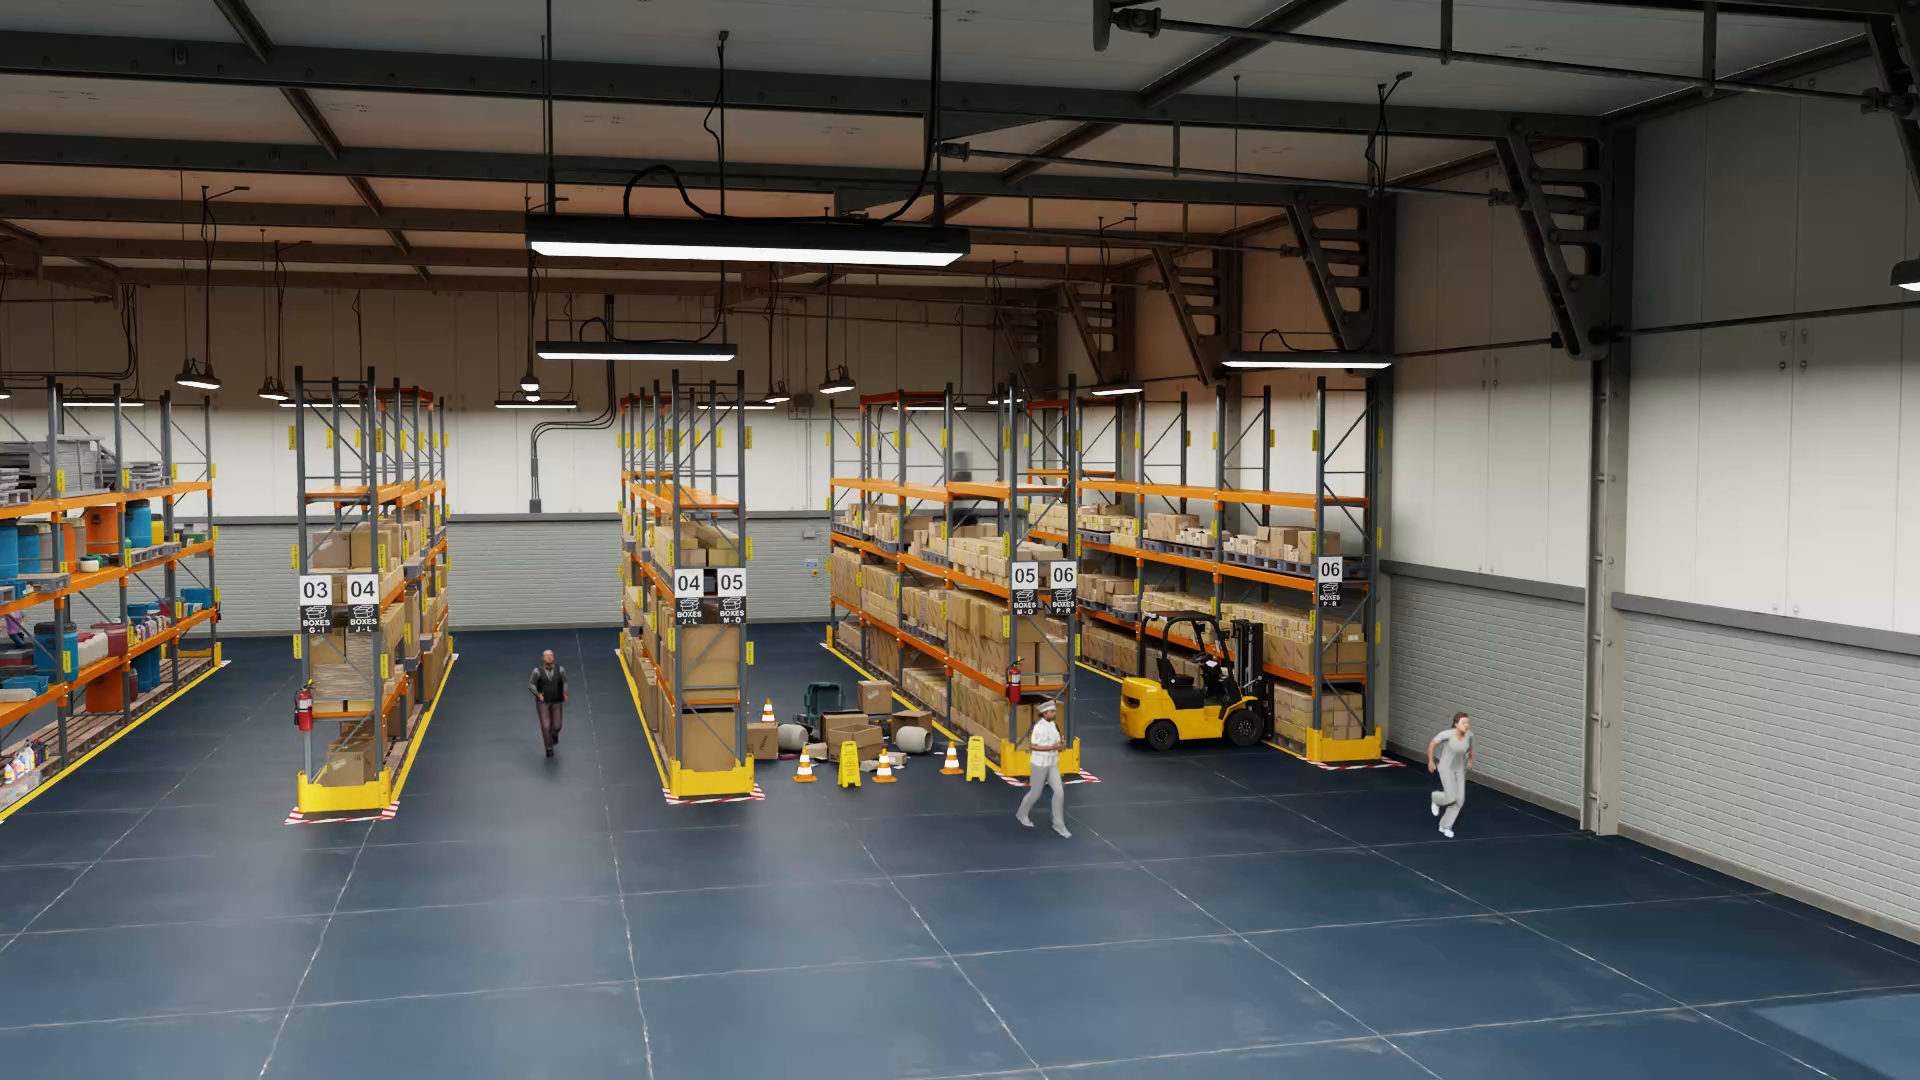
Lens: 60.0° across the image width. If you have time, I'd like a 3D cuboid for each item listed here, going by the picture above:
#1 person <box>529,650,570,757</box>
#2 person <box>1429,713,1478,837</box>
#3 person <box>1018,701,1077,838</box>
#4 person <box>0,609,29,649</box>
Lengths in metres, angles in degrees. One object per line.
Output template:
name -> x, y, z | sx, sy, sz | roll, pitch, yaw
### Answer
person -> -6.504, 2.594, 26.411 | 0.658, 1.678, 0.578 | -1, 4, -20
person -> 6.274, 2.962, 21.071 | 0.554, 1.598, 0.692 | -1, 4, -19
person -> 1.086, 2.894, 21.141 | 0.862, 1.730, 0.560 | 3, 4, 38
person -> -20.760, 2.047, 36.588 | 0.838, 1.567, 0.654 | 2, 4, 31
